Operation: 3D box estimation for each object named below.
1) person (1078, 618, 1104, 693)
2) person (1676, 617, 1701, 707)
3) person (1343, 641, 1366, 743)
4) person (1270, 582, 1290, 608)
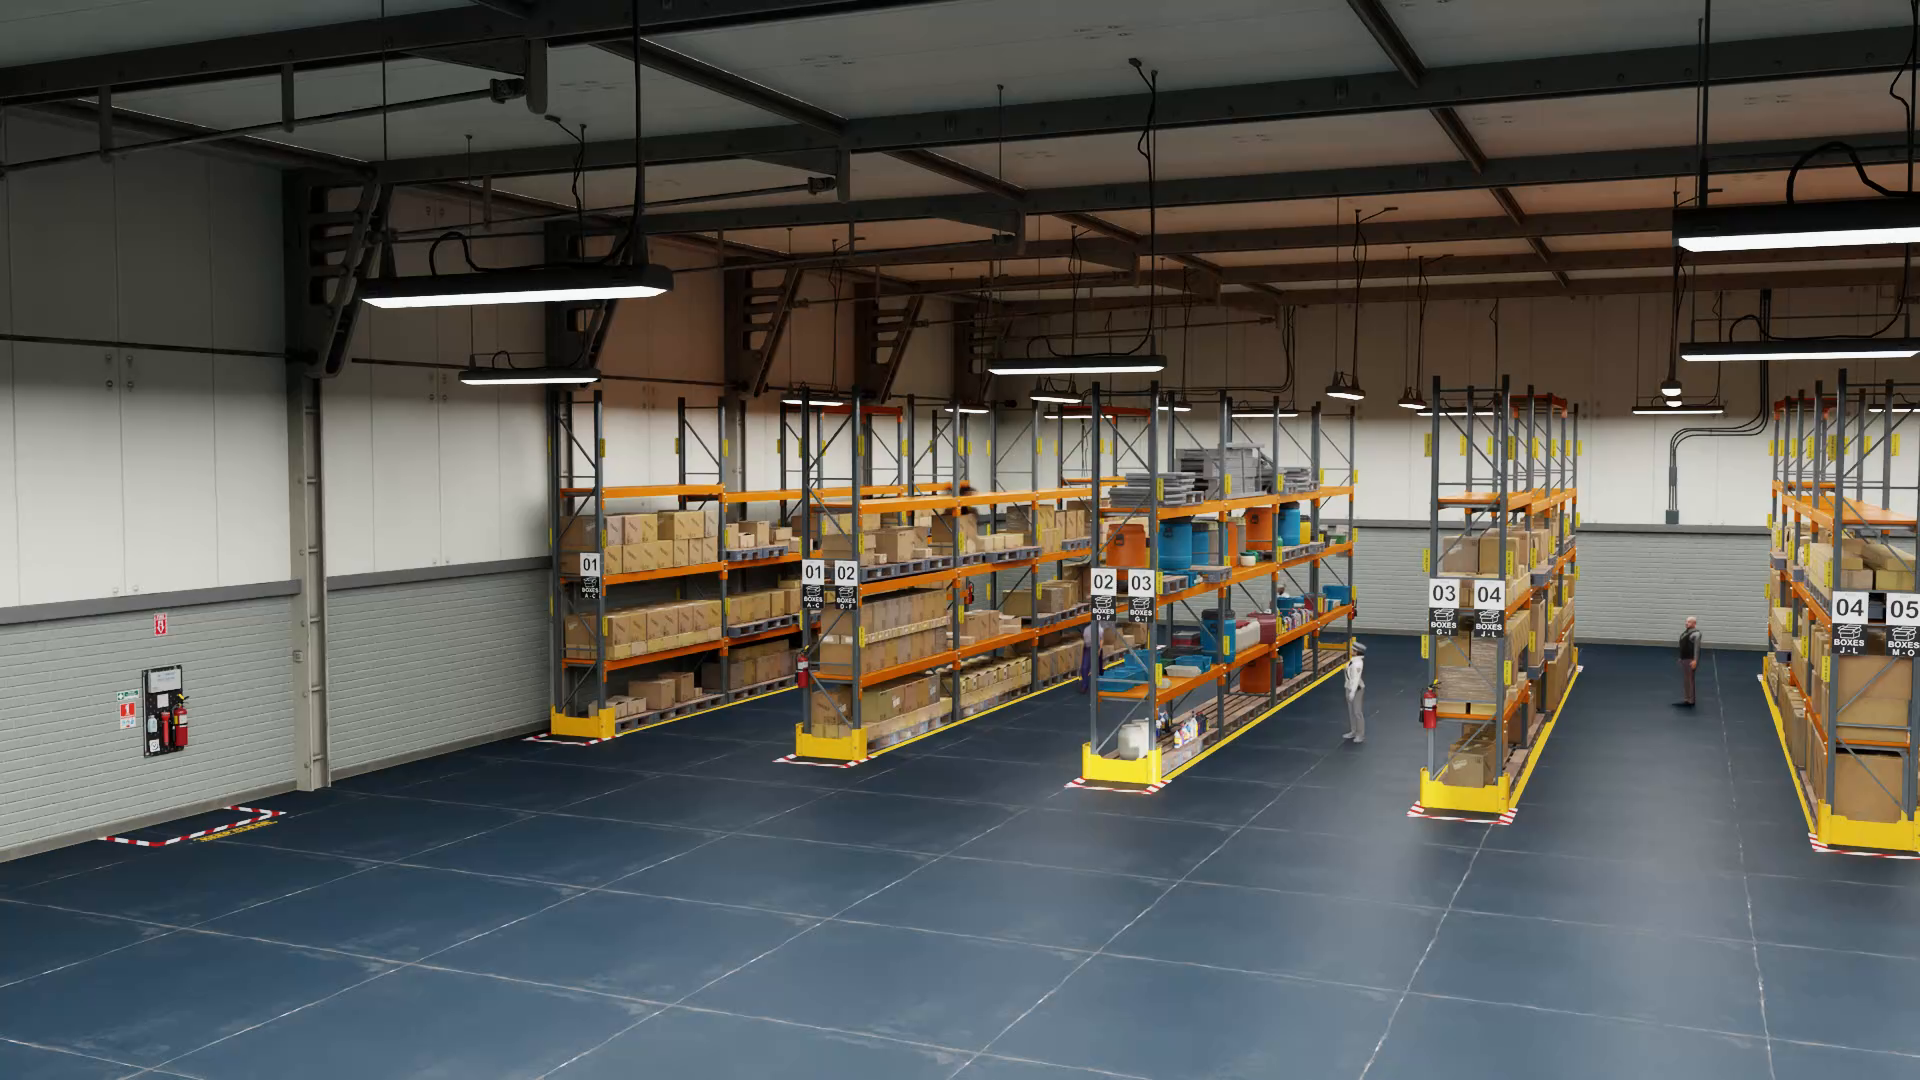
[{"bbox_3d":[2.726,2.326,34.118,0.490,1.576,0.988,1,3,23],"label":"person"},{"bbox_3d":[14.166,2.354,32.368,0.443,1.721,0.564,1,3,14],"label":"person"},{"bbox_3d":[6.766,2.596,28.520,0.387,1.727,0.510,-1,3,-14],"label":"person"},{"bbox_3d":[7.923,1.870,41.029,0.584,1.666,0.962,1,3,13],"label":"person"}]
